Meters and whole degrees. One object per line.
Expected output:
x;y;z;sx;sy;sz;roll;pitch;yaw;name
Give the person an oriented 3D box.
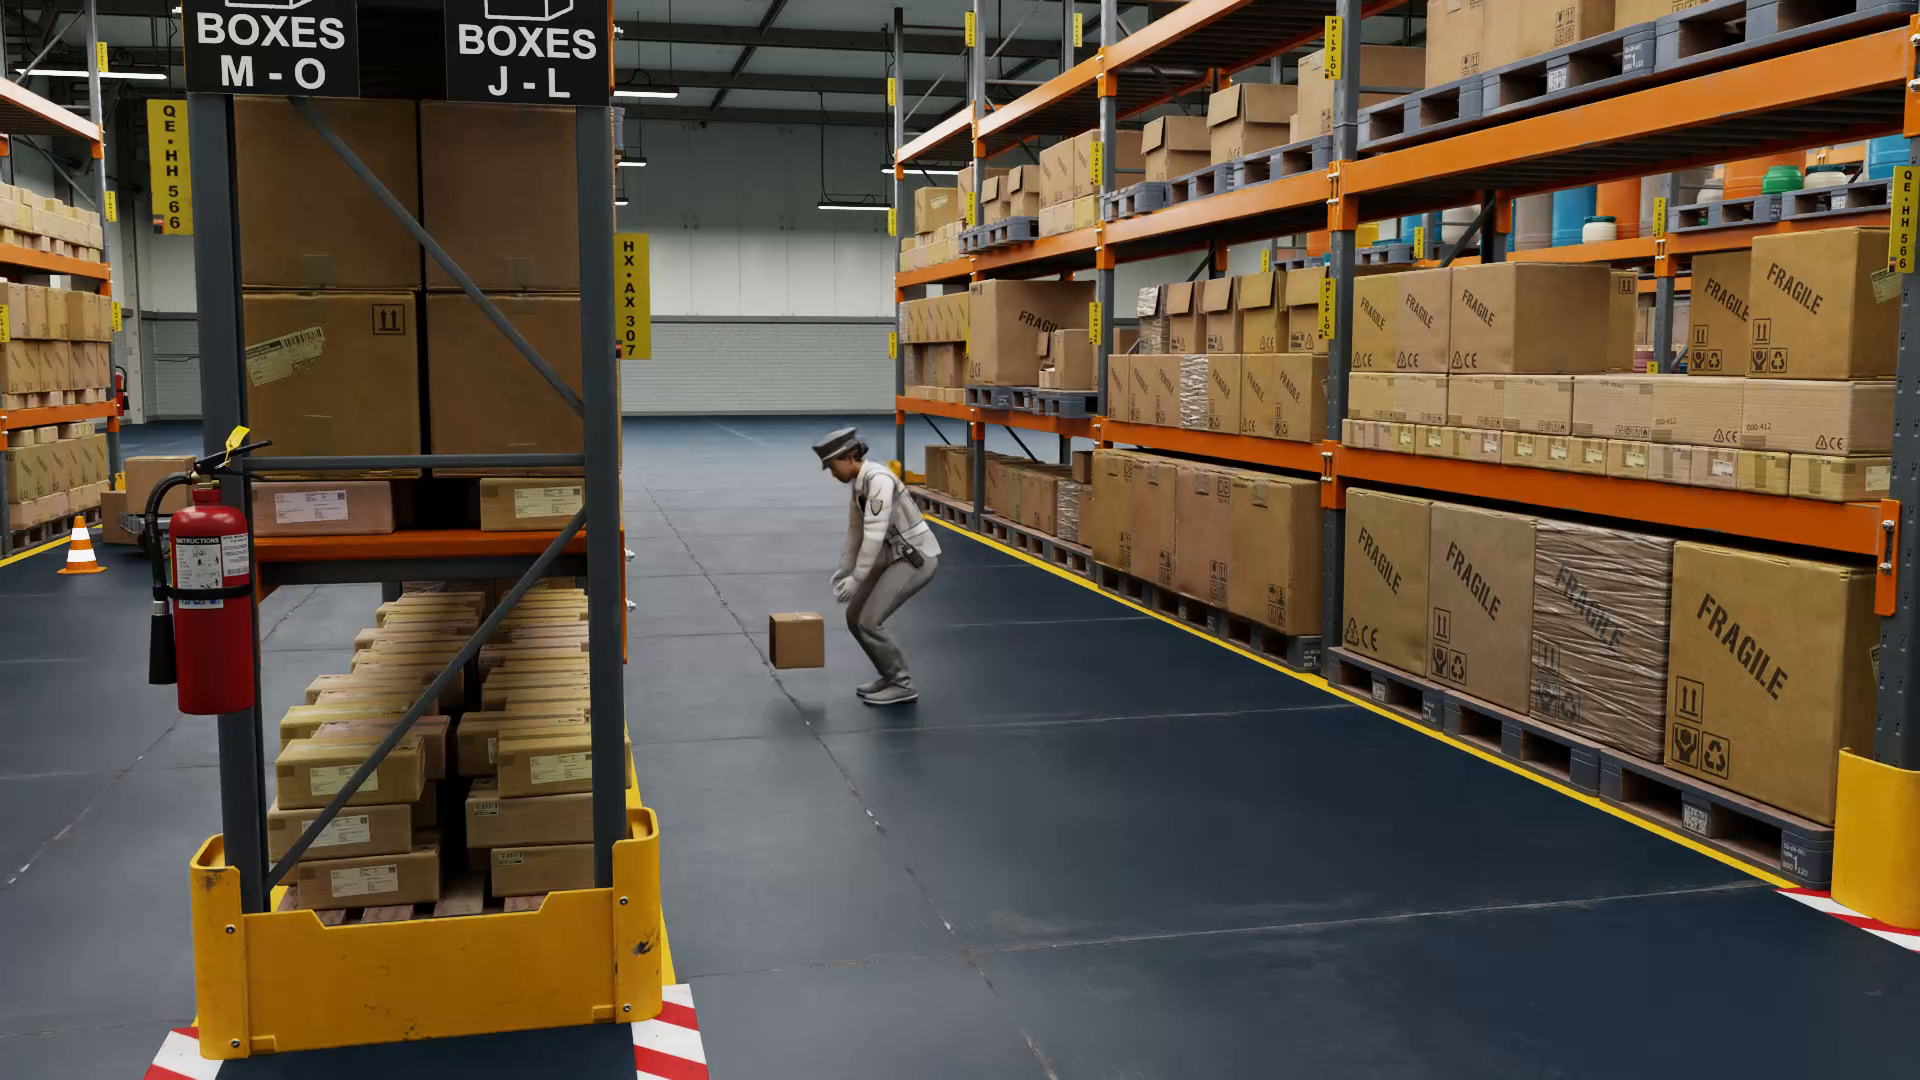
-0.430;0.131;8.604;0.673;1.430;0.534;-1;6;-13;person
